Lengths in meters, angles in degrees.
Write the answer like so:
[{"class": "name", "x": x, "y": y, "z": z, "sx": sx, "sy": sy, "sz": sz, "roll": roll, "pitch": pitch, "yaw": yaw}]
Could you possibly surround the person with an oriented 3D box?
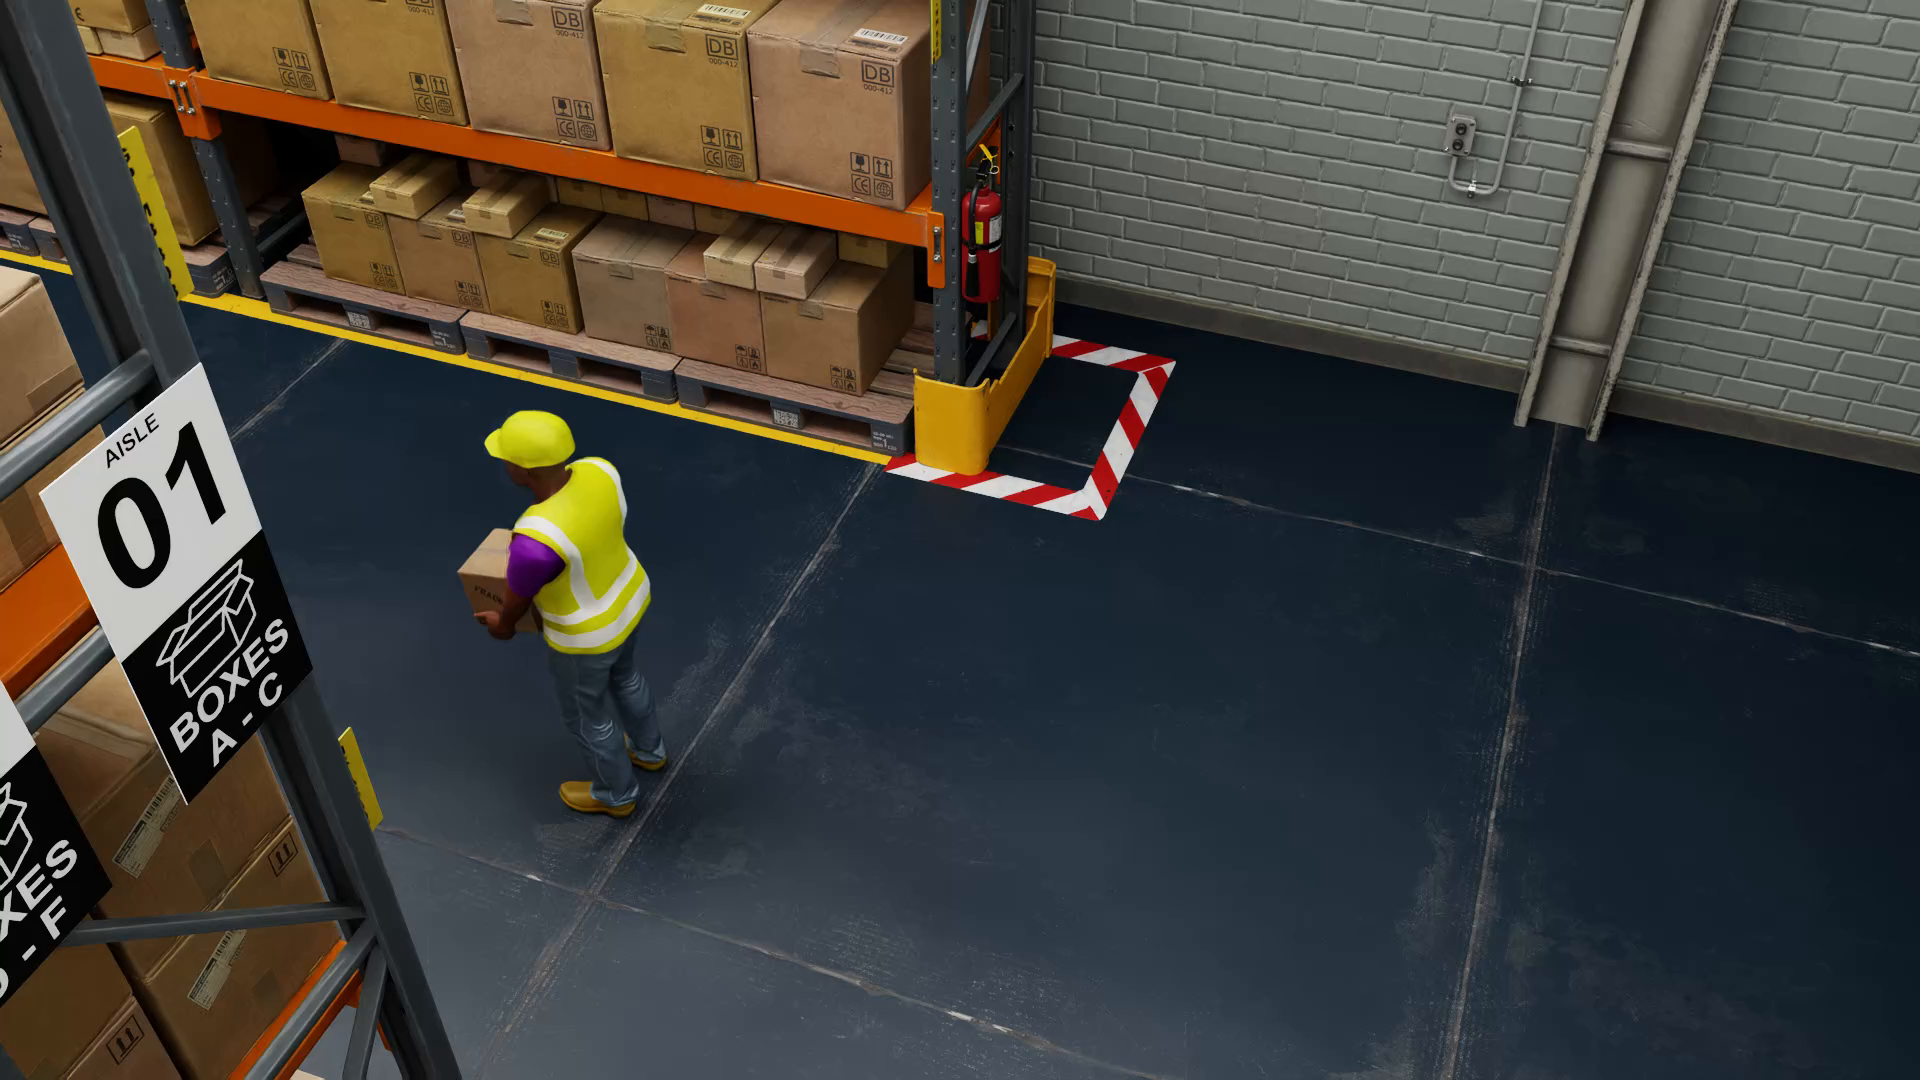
[{"class": "person", "x": -1.397, "y": 0.254, "z": 5.856, "sx": 0.581, "sy": 1.758, "sz": 0.504, "roll": 13, "pitch": 43, "yaw": 14}]
